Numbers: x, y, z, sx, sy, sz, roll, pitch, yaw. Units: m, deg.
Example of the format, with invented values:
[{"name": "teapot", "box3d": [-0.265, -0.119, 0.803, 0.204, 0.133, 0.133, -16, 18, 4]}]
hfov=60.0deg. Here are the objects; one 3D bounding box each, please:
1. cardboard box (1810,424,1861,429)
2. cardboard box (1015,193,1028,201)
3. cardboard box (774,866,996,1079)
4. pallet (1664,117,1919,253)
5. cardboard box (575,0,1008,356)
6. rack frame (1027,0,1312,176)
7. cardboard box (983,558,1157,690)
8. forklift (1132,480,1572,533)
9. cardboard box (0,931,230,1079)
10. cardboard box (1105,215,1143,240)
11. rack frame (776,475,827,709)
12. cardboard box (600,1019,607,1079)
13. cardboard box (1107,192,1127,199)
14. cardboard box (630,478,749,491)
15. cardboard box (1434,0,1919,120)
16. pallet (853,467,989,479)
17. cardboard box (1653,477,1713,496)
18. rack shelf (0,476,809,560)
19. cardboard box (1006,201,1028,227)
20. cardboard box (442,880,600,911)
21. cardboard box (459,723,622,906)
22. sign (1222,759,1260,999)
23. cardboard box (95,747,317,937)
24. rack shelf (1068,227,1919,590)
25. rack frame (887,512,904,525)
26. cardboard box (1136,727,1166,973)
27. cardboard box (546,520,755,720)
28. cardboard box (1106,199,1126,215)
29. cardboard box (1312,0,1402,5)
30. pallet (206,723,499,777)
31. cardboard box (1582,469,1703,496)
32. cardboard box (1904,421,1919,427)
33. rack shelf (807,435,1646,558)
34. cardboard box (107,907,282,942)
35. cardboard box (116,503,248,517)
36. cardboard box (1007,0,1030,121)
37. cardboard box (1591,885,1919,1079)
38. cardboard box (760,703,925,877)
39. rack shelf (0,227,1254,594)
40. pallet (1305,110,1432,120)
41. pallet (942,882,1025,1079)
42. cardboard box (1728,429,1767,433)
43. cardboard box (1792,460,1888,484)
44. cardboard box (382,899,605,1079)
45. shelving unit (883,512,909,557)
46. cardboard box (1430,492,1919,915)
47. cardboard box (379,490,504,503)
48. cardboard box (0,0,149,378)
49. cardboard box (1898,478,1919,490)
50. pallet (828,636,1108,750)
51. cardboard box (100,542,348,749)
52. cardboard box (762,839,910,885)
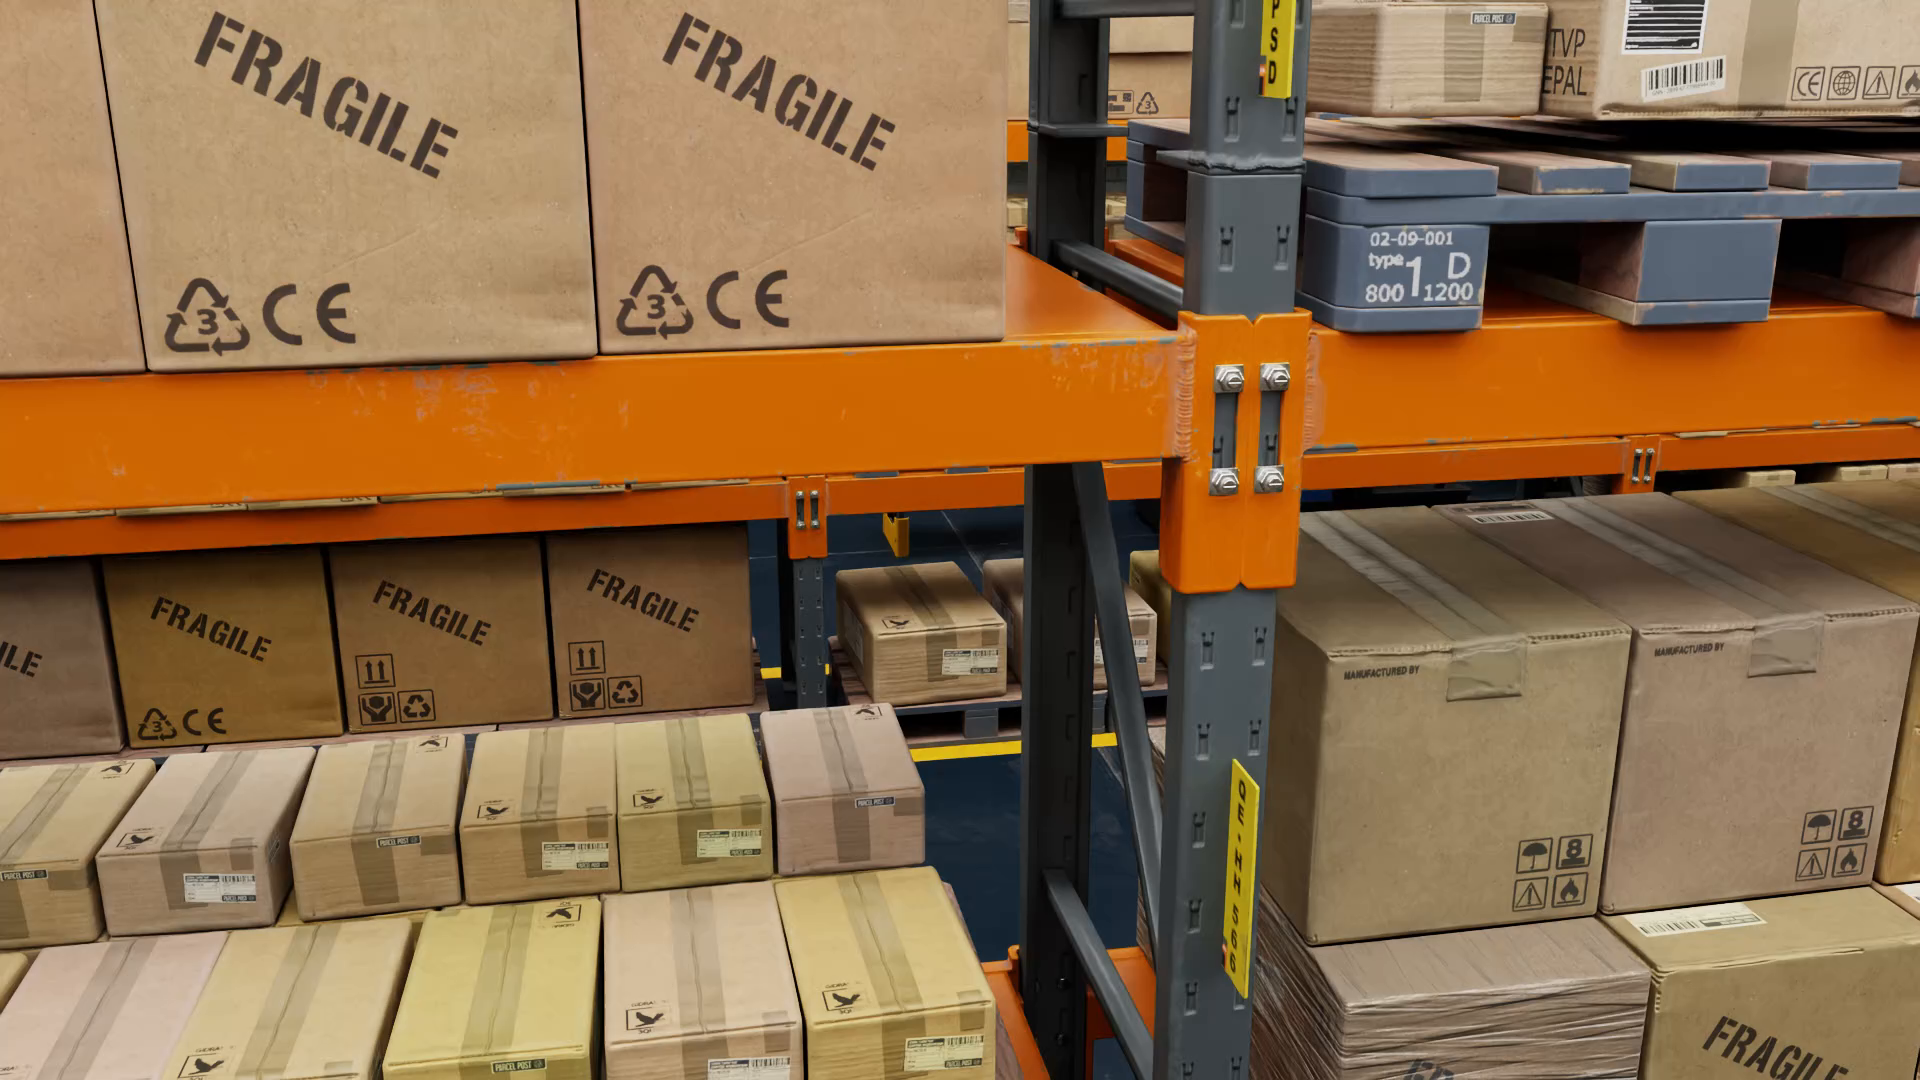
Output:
[{"name": "cardboard box", "box3d": [4.280, -0.672, 8.320, 0.250, 0.149, 0.380, -3, 17, -9]}, {"name": "cardboard box", "box3d": [0.574, -2.586, 12.848, 0.250, 0.149, 0.380, -3, 17, -11]}, {"name": "cardboard box", "box3d": [-0.116, 0.628, 2.359, 0.250, 0.149, 0.380, -4, 18, -13]}, {"name": "pallet", "box3d": [1.998, -0.625, 2.950, 1.213, 0.211, 1.003, -2, 17, -8]}, {"name": "cardboard box", "box3d": [-0.235, -0.544, 2.193, 0.500, 0.500, 0.500, -3, 17, -10]}, {"name": "rack frame", "box3d": [0.278, -2.035, 2.110, 0.127, 3.000, 1.000, -3, 17, -10]}, {"name": "cardboard box", "box3d": [0.519, 0.395, 8.177, 0.625, 0.372, 0.950, -4, 17, -12]}, {"name": "forklift", "box3d": [2.737, -1.521, 10.770, 3.031, 2.935, 1.130, -3, 17, -8]}, {"name": "cardboard box", "box3d": [-1.120, 0.683, 2.178, 0.250, 0.149, 0.380, -3, 17, -10]}, {"name": "cardboard box", "box3d": [0.792, -1.461, 7.964, 0.250, 0.149, 0.380, -4, 18, -13]}, {"name": "rack frame", "box3d": [-0.760, -0.588, 7.618, 0.127, 3.000, 1.000, -3, 17, -10]}, {"name": "cardboard box", "box3d": [-0.382, 0.784, 2.355, 0.250, 0.149, 0.380, -3, 17, -8]}, {"name": "cardboard box", "box3d": [1.317, -2.628, 12.985, 0.250, 0.149, 0.380, -3, 17, -11]}, {"name": "cardboard box", "box3d": [-1.208, -0.414, 7.305, 0.500, 0.250, 0.500, -4, 17, -12]}, {"name": "cardboard box", "box3d": [1.030, -0.784, 2.412, 0.500, 0.311, 0.500, -3, 17, -10]}, {"name": "pallet", "box3d": [-0.081, -0.567, 7.875, 1.003, 0.211, 1.213, -3, 17, -10]}, {"name": "cardboard box", "box3d": [3.798, -0.011, 8.429, 0.500, 0.500, 0.500, -2, 17, -8]}, {"name": "rack shelf", "box3d": [-2.724, -0.133, 7.361, 4.000, 0.370, 1.077, -3, 17, -10]}, {"name": "cardboard box", "box3d": [0.434, -2.400, 12.241, 0.250, 0.149, 0.380, -4, 17, -12]}, {"name": "cardboard box", "box3d": [-0.762, 0.611, 2.920, 0.250, 0.149, 0.380, -4, 17, -12]}, {"name": "cardboard box", "box3d": [-0.718, 0.466, 2.885, 0.250, 0.149, 0.380, -3, 17, -11]}, {"name": "sign", "box3d": [0.390, 0.473, 2.325, 0.005, 0.325, 0.100, -3, 17, -10]}, {"name": "cardboard box", "box3d": [-1.243, 0.496, 2.787, 0.250, 0.149, 0.380, -2, 17, -8]}, {"name": "rack shelf", "box3d": [2.242, -0.368, 3.018, 4.000, 0.370, 1.077, -3, 17, -10]}, {"name": "rack frame", "box3d": [-0.415, -0.693, 10.515, 0.032, 1.500, 0.500, -3, 17, -10]}, {"name": "cardboard box", "box3d": [0.669, 0.683, 3.310, 0.500, 0.500, 0.500, -3, 17, -10]}, {"name": "cardboard box", "box3d": [-1.454, 0.241, 7.821, 0.875, 0.875, 0.875, -3, 17, -11]}, {"name": "cardboard box", "box3d": [1.195, -2.446, 12.390, 0.250, 0.149, 0.380, -4, 17, -12]}, {"name": "cardboard box", "box3d": [1.624, -2.481, 7.360, 0.500, 0.250, 0.500, -3, 17, -10]}, {"name": "pallet", "box3d": [-2.744, 0.834, 7.737, 1.213, 0.211, 1.003, -3, 17, -10]}, {"name": "cardboard box", "box3d": [3.697, -0.166, 8.935, 0.500, 0.500, 0.500, -3, 17, -11]}, {"name": "cardboard box", "box3d": [4.795, -0.685, 8.360, 0.250, 0.149, 0.380, -3, 17, -10]}, {"name": "rack shelf", "box3d": [1.203, -0.356, 8.086, 4.000, 0.370, 1.077, -3, 17, -10]}, {"name": "cardboard box", "box3d": [-1.254, 0.639, 2.830, 0.250, 0.149, 0.380, -3, 17, -10]}, {"name": "cardboard box", "box3d": [-3.192, -0.295, 6.920, 0.500, 0.250, 0.500, -3, 17, -11]}, {"name": "cardboard box", "box3d": [0.172, -2.120, 7.326, 0.500, 0.500, 0.700, -3, 17, -10]}, {"name": "cardboard box", "box3d": [1.269, 0.809, 2.899, 0.500, 0.500, 0.500, -3, 17, -11]}, {"name": "cardboard box", "box3d": [-0.217, 0.438, 2.976, 0.250, 0.149, 0.380, -3, 17, -10]}, {"name": "rack shelf", "box3d": [-1.686, -0.145, 2.293, 4.000, 0.370, 1.077, -3, 17, -10]}, {"name": "pallet", "box3d": [1.523, -2.093, 7.728, 1.003, 0.211, 1.213, -3, 17, -10]}, {"name": "pallet", "box3d": [-0.402, 0.995, 2.789, 1.003, 0.211, 1.213, -3, 17, -10]}, {"name": "cardboard box", "box3d": [3.775, -0.645, 8.231, 0.250, 0.149, 0.380, -3, 17, -9]}, {"name": "cardboard box", "box3d": [4.436, -0.340, 8.395, 0.250, 0.149, 0.380, -3, 17, -8]}, {"name": "cardboard box", "box3d": [-0.620, 0.655, 2.268, 0.250, 0.149, 0.380, -3, 17, -9]}, {"name": "shelving unit", "box3d": [0.075, -0.721, 10.605, 1.083, 1.500, 0.587, -3, 17, -10]}, {"name": "cardboard box", "box3d": [1.217, 0.257, 2.994, 0.500, 0.500, 0.700, -3, 17, -11]}, {"name": "cardboard box", "box3d": [-2.204, -0.357, 7.121, 0.500, 0.250, 0.500, -3, 17, -11]}, {"name": "cardboard box", "box3d": [-1.215, -0.485, 2.004, 0.500, 0.500, 0.500, -3, 17, -10]}, {"name": "cardboard box", "box3d": [2.222, 0.199, 3.182, 0.500, 0.500, 0.700, -3, 17, -11]}, {"name": "pallet", "box3d": [0.007, 0.702, 8.168, 1.213, 0.211, 1.003, -3, 17, -10]}, {"name": "cardboard box", "box3d": [-3.209, 0.339, 7.502, 0.875, 0.875, 0.875, -3, 17, -9]}, {"name": "cardboard box", "box3d": [-0.235, 0.579, 3.023, 0.250, 0.149, 0.380, -2, 17, -8]}]
